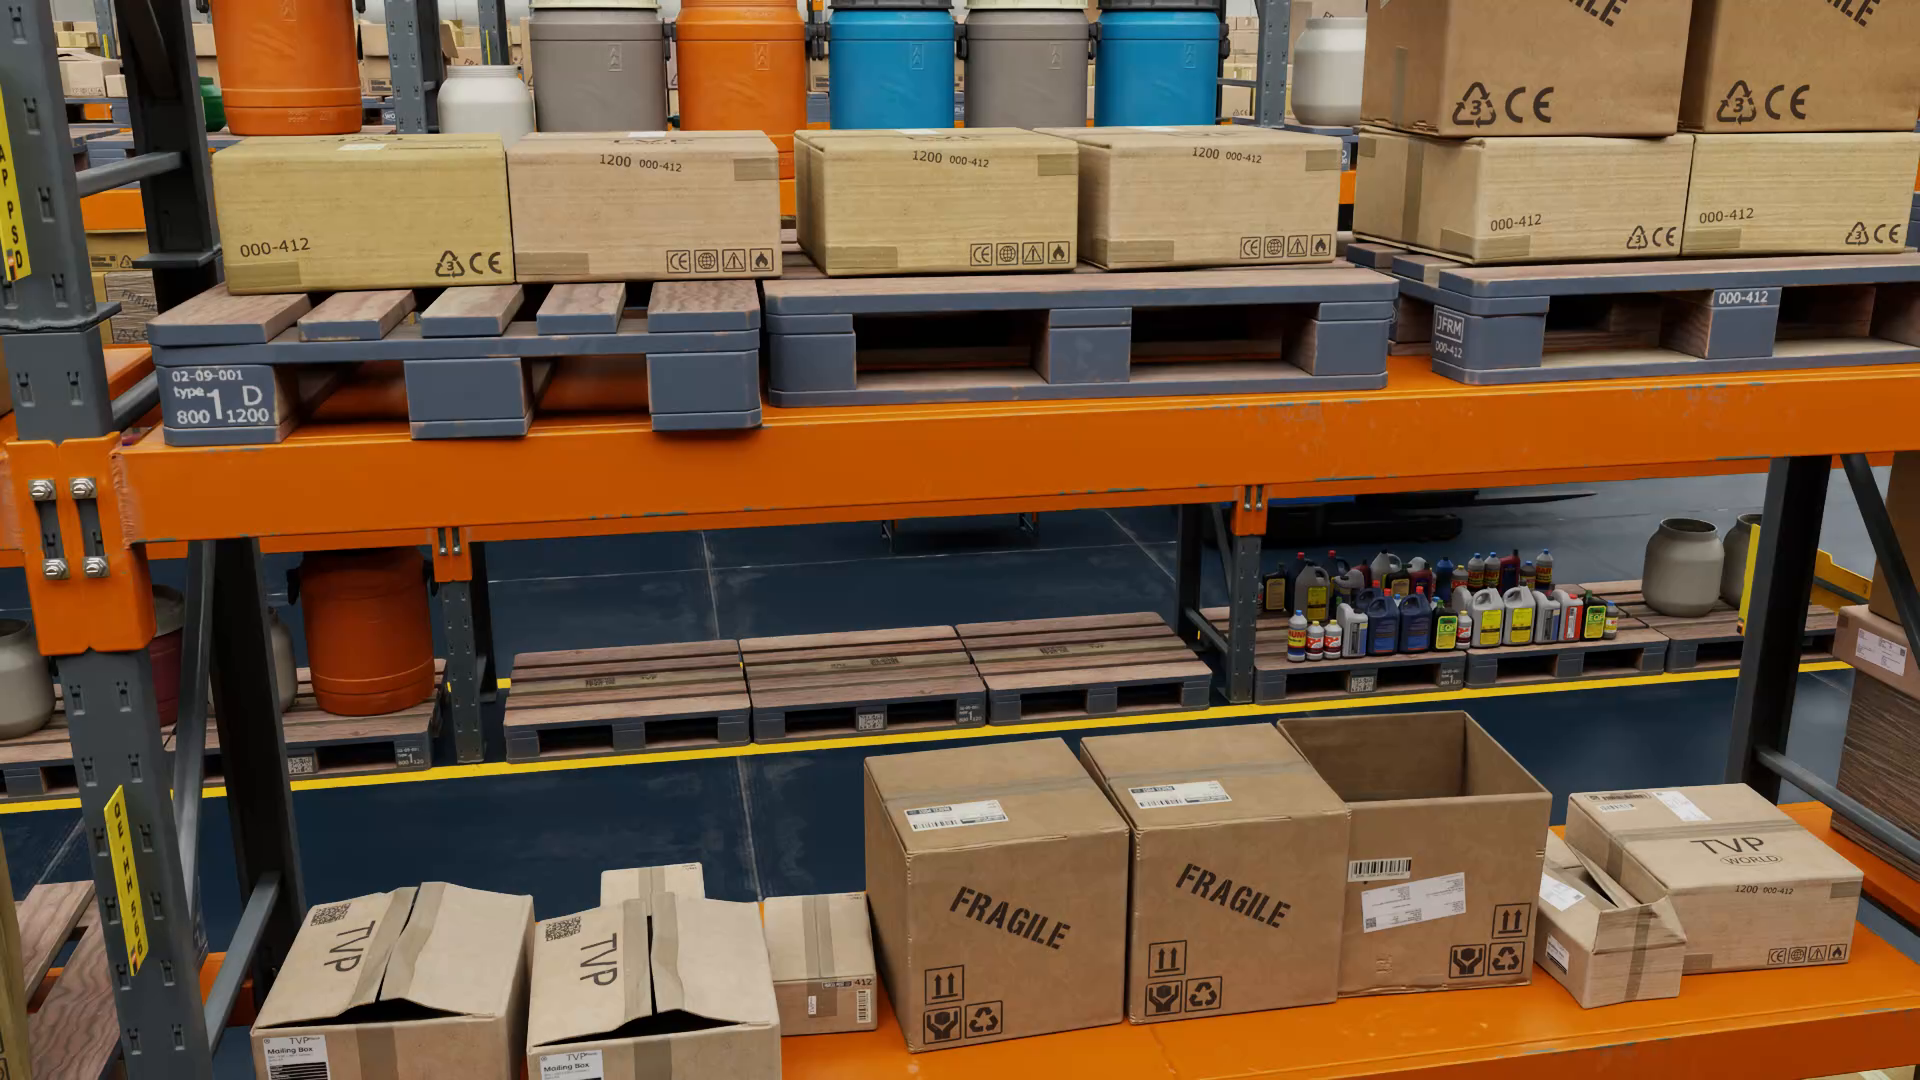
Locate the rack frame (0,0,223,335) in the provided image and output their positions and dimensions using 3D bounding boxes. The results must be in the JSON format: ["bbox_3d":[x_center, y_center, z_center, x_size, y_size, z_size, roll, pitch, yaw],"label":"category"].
[{"bbox_3d":[-1.574,-1.910,2.704,0.127,3.000,1.000,-3,17,-10],"label":"rack frame"}]

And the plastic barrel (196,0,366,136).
[{"bbox_3d":[-3.068,-2.280,7.570,0.708,0.830,0.600,-3,17,-10],"label":"plastic barrel"}]

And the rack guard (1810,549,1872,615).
[{"bbox_3d":[5.279,0.297,9.995,0.348,0.500,1.175,-3,17,-10],"label":"rack guard"}]

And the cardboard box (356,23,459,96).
[{"bbox_3d":[-4.035,-3.528,12.188,0.637,0.503,0.797,-2,17,-7],"label":"cardboard box"}]

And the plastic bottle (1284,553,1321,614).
[{"bbox_3d":[1.995,0.244,9.672,0.185,0.351,0.144,-4,17,-12],"label":"plastic bottle"}]

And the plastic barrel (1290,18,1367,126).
[{"bbox_3d":[1.878,-2.349,8.335,0.421,0.512,0.421,0,17,0],"label":"plastic barrel"}]

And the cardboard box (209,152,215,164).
[{"bbox_3d":[-9.668,-4.952,20.953,0.500,0.500,0.500,-3,17,-11],"label":"cardboard box"}]

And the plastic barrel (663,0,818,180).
[{"bbox_3d":[-1.020,-2.129,7.795,0.708,0.830,0.600,-3,17,-10],"label":"plastic barrel"}]

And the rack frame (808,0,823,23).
[{"bbox_3d":[-2.347,-9.276,26.687,0.127,3.000,1.000,-3,17,-10],"label":"rack frame"}]

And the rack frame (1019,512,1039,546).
[{"bbox_3d":[0.492,-0.566,11.738,0.032,1.125,0.500,-3,17,-10],"label":"rack frame"}]

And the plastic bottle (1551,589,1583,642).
[{"bbox_3d":[3.372,0.410,9.256,0.135,0.276,0.152,-3,17,-10],"label":"plastic bottle"}]

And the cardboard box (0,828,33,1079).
[{"bbox_3d":[-2.171,0.777,3.289,0.500,0.500,0.700,-10,20,-29],"label":"cardboard box"}]

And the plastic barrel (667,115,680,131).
[{"bbox_3d":[-1.305,-1.976,8.264,0.301,0.262,0.301,0,17,0],"label":"plastic barrel"}]

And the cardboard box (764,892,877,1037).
[{"bbox_3d":[-0.332,0.990,3.906,0.250,0.149,0.380,-2,17,-6],"label":"cardboard box"}]

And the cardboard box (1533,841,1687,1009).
[{"bbox_3d":[1.525,0.901,3.998,0.258,0.266,0.396,-4,17,-12],"label":"cardboard box"}]

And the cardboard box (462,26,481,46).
[{"bbox_3d":[-6.265,-6.328,21.310,0.500,0.500,0.700,-4,18,-13],"label":"cardboard box"}]

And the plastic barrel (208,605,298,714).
[{"bbox_3d":[-3.524,0.607,8.247,0.421,0.512,0.421,0,17,0],"label":"plastic barrel"}]

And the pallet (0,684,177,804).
[{"bbox_3d":[-4.471,0.985,8.244,1.213,0.211,1.003,-3,17,-10],"label":"pallet"}]

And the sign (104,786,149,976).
[{"bbox_3d":[-1.461,0.598,2.919,0.005,0.325,0.100,-3,17,-10],"label":"sign"}]

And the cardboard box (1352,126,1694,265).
[{"bbox_3d":[1.208,-0.765,3.626,0.500,0.250,0.500,-5,18,-16],"label":"cardboard box"}]

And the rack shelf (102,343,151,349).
[{"bbox_3d":[-5.413,-1.443,12.626,4.000,0.370,1.077,-3,17,-10],"label":"rack shelf"}]

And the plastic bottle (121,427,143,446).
[{"bbox_3d":[-4.139,-0.433,8.310,0.133,0.283,0.061,-3,17,-10],"label":"plastic bottle"}]

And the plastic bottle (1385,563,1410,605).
[{"bbox_3d":[2.546,0.275,9.684,0.133,0.283,0.061,-3,17,-10],"label":"plastic bottle"}]

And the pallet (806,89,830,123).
[{"bbox_3d":[-1.166,-3.403,12.993,1.003,0.211,1.213,-3,17,-10],"label":"pallet"}]

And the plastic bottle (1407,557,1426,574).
[{"bbox_3d":[2.661,0.243,9.802,0.135,0.276,0.152,-3,17,-9],"label":"plastic bottle"}]

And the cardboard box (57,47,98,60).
[{"bbox_3d":[-8.623,-4.613,16.018,0.500,0.250,0.500,-4,18,-13],"label":"cardboard box"}]

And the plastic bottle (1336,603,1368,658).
[{"bbox_3d":[2.126,0.481,9.026,0.135,0.276,0.152,-3,17,-8],"label":"plastic bottle"}]

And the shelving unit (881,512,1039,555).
[{"bbox_3d":[-0.007,-0.537,11.645,1.048,1.125,0.538,-3,17,-10],"label":"shelving unit"}]

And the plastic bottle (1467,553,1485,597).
[{"bbox_3d":[3.071,0.214,9.905,0.097,0.271,0.097,0,17,0],"label":"plastic bottle"}]

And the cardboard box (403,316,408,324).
[{"bbox_3d":[-4.377,-1.821,12.462,0.500,0.500,0.500,-3,17,-11],"label":"cardboard box"}]

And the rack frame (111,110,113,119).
[{"bbox_3d":[-8.218,-3.111,16.832,0.127,3.000,1.000,-3,17,-10],"label":"rack frame"}]

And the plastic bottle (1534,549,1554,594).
[{"bbox_3d":[3.506,0.189,9.985,0.097,0.271,0.097,0,17,0],"label":"plastic bottle"}]

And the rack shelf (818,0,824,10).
[{"bbox_3d":[-0.384,-8.853,27.214,4.000,0.370,1.077,-3,17,-10],"label":"rack shelf"}]

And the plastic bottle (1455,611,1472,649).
[{"bbox_3d":[2.757,0.489,9.127,0.097,0.201,0.097,0,17,0],"label":"plastic bottle"}]

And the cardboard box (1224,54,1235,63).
[{"bbox_3d":[2.802,-5.197,18.058,0.250,0.149,0.380,-3,17,-10],"label":"cardboard box"}]

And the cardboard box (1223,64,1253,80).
[{"bbox_3d":[2.129,-3.687,13.173,0.250,0.149,0.380,-4,17,-12],"label":"cardboard box"}]

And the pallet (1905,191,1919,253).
[{"bbox_3d":[3.186,-0.712,4.062,1.213,0.211,1.003,-3,17,-10],"label":"pallet"}]

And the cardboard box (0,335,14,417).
[{"bbox_3d":[-1.996,-0.490,3.019,0.500,0.500,0.910,-3,17,-10],"label":"cardboard box"}]

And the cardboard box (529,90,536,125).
[{"bbox_3d":[-2.940,-3.213,12.312,0.500,0.250,0.500,-3,17,-9],"label":"cardboard box"}]

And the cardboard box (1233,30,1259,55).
[{"bbox_3d":[3.136,-5.425,18.118,0.500,0.250,0.500,-3,17,-10],"label":"cardboard box"}]

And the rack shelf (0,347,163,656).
[{"bbox_3d":[-3.537,-0.021,2.888,4.000,0.370,1.077,-3,17,-10],"label":"rack shelf"}]

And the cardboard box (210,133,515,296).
[{"bbox_3d":[-1.139,-0.647,3.240,0.500,0.250,0.500,-5,18,-15],"label":"cardboard box"}]

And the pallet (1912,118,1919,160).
[{"bbox_3d":[4.514,-2.242,9.215,1.213,0.211,1.003,-3,17,-10],"label":"pallet"}]

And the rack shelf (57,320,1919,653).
[{"bbox_3d":[0.390,-0.244,3.613,4.000,0.370,1.077,-3,17,-10],"label":"rack shelf"}]

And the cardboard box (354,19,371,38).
[{"bbox_3d":[-5.898,-5.006,16.420,0.258,0.266,0.396,-3,17,-10],"label":"cardboard box"}]

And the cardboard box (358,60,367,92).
[{"bbox_3d":[-5.784,-4.652,16.570,0.500,0.500,0.500,-3,17,-10],"label":"cardboard box"}]

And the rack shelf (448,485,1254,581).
[{"bbox_3d":[-0.546,-0.238,8.703,4.000,0.370,1.077,-3,17,-10],"label":"rack shelf"}]

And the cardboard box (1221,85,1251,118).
[{"bbox_3d":[1.977,-3.490,13.213,0.500,0.250,0.500,-4,18,-13],"label":"cardboard box"}]

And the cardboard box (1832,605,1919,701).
[{"bbox_3d":[2.580,0.300,4.451,0.250,0.149,0.380,-3,17,-10],"label":"cardboard box"}]

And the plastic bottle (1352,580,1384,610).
[{"bbox_3d":[2.262,0.396,9.177,0.185,0.351,0.144,-3,17,-10],"label":"plastic bottle"}]

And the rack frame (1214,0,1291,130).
[{"bbox_3d":[1.418,-3.561,8.079,0.127,3.000,1.000,-3,17,-10],"label":"rack frame"}]

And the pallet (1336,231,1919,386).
[{"bbox_3d":[1.490,-0.555,3.726,1.217,0.209,0.805,-4,18,-13],"label":"pallet"}]

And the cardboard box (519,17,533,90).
[{"bbox_3d":[-2.939,-3.571,12.199,0.500,0.500,0.500,-3,17,-10],"label":"cardboard box"}]

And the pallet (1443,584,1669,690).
[{"bbox_3d":[3.285,0.545,9.677,1.213,0.211,1.003,-3,17,-10],"label":"pallet"}]

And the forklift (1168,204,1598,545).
[{"bbox_3d":[3.116,-1.547,11.856,3.031,2.935,1.130,-3,17,-10],"label":"forklift"}]

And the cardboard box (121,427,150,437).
[{"bbox_3d":[-5.875,-0.952,12.706,0.875,0.875,1.225,-4,17,-12],"label":"cardboard box"}]
